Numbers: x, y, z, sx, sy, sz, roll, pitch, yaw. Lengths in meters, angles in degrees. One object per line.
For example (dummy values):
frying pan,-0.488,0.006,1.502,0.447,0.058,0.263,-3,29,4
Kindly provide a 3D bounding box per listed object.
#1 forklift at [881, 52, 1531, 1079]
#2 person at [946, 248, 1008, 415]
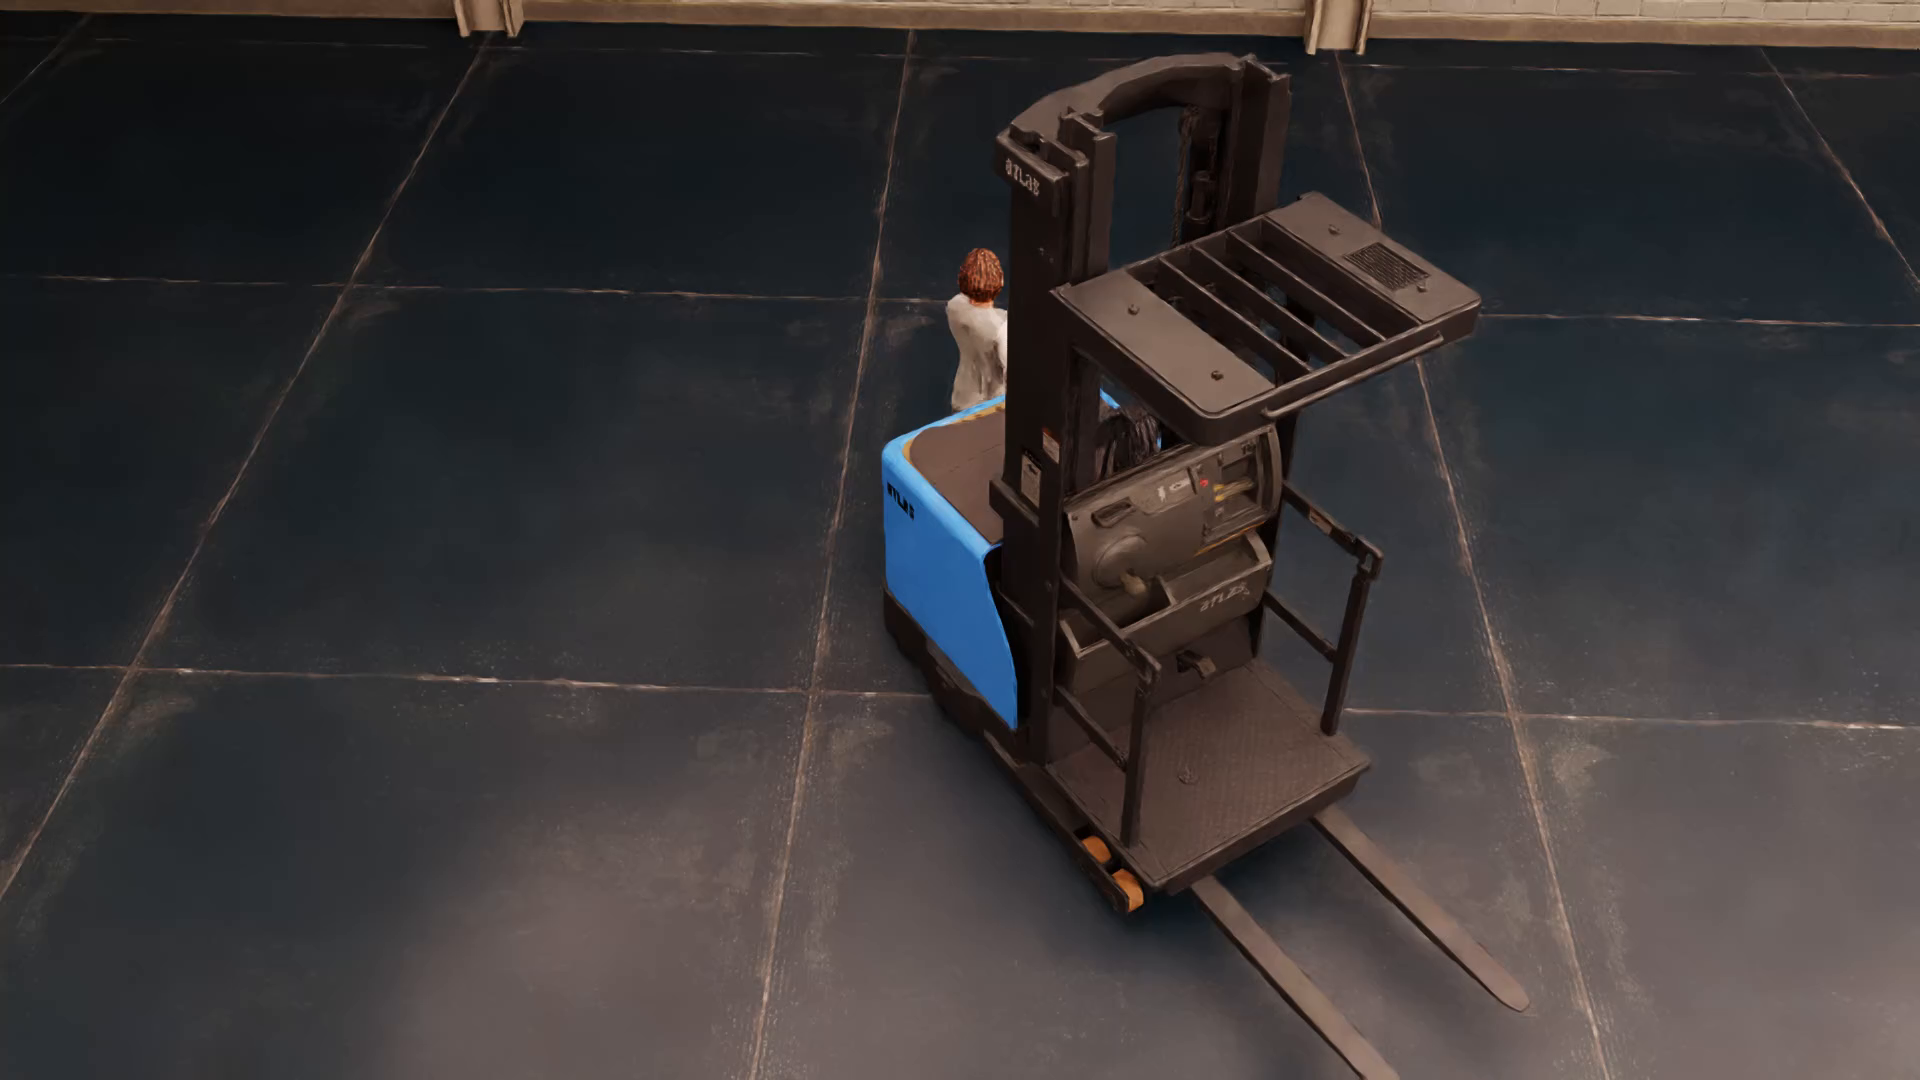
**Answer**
forklift,0.890,-0.029,5.774,1.130,2.935,3.031,-24,47,-24
person,0.178,-0.627,7.473,0.539,1.532,0.688,30,50,28
